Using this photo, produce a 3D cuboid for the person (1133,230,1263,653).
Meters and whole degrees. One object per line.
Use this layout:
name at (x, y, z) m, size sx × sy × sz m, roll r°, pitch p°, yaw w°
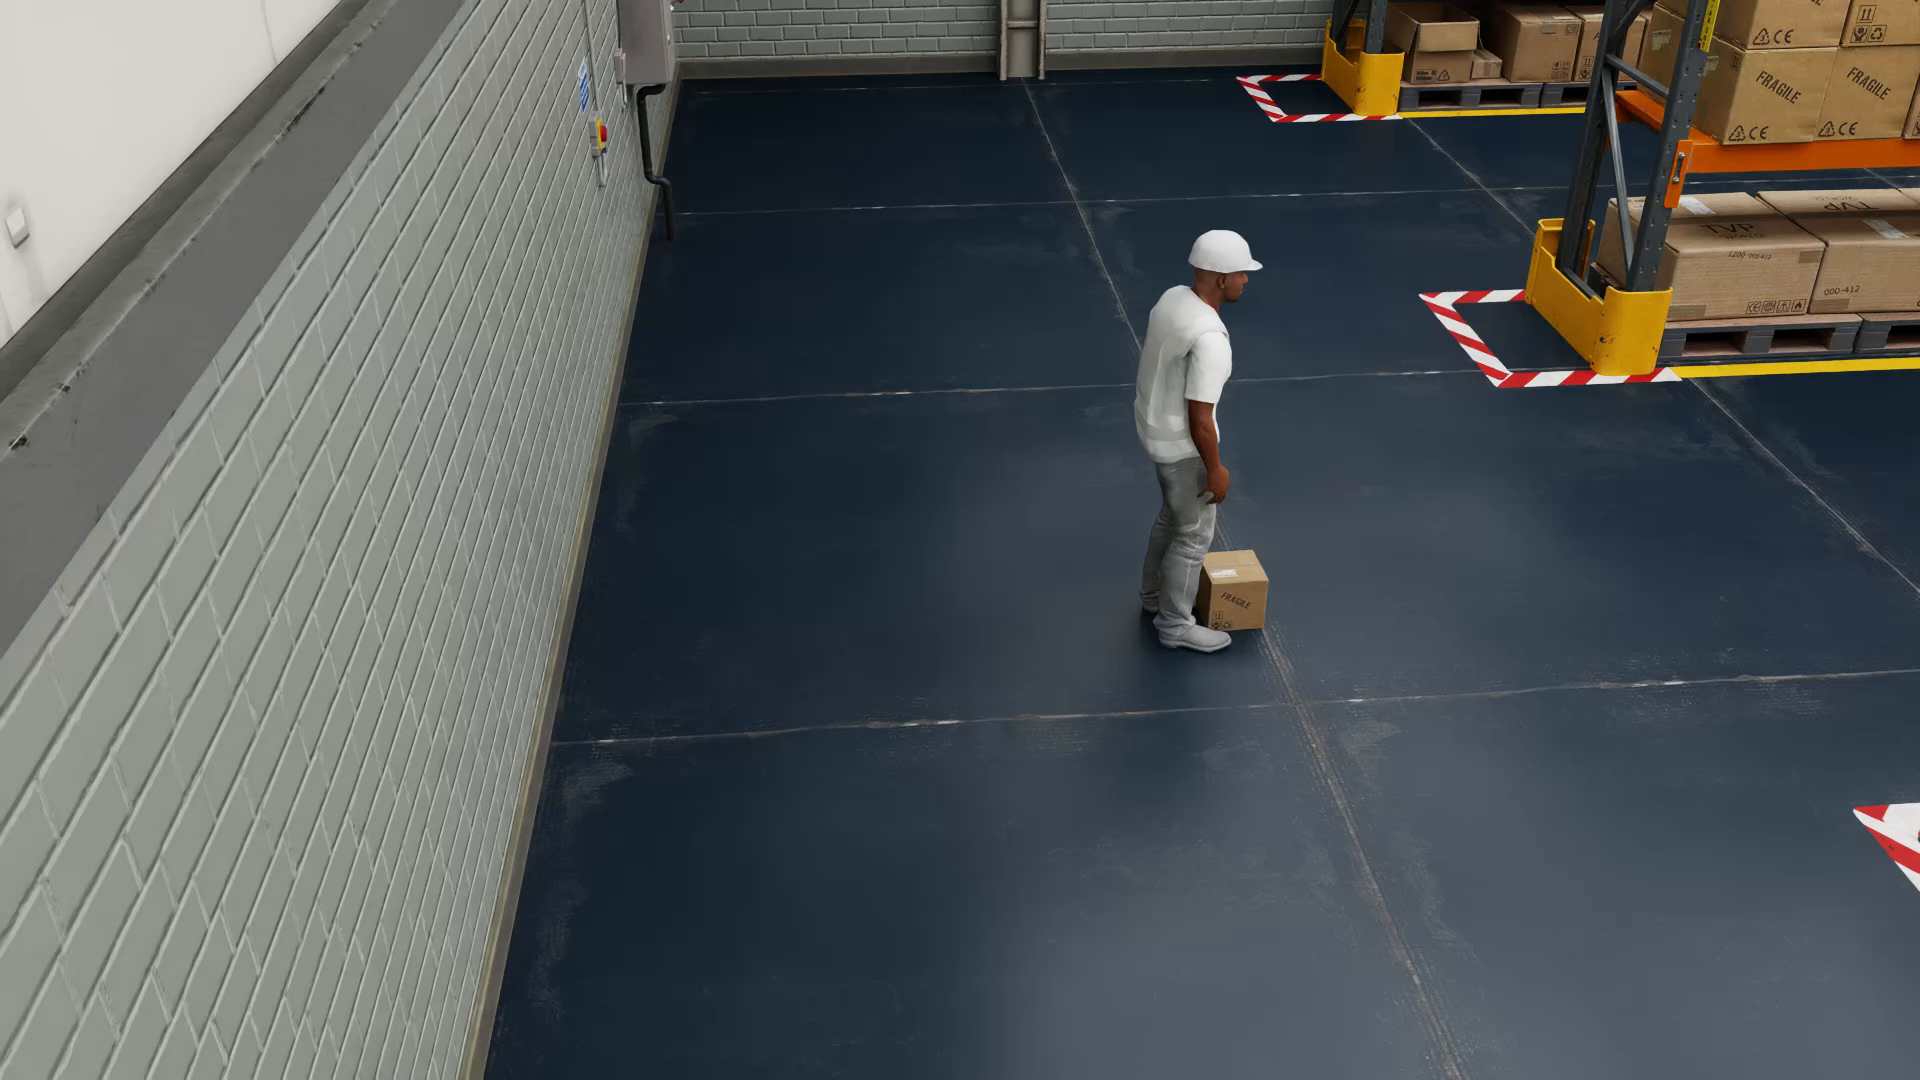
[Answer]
person at (0.949, -0.415, 6.807) m, size 0.458 × 1.761 × 0.638 m, roll -4°, pitch 31°, yaw -6°
